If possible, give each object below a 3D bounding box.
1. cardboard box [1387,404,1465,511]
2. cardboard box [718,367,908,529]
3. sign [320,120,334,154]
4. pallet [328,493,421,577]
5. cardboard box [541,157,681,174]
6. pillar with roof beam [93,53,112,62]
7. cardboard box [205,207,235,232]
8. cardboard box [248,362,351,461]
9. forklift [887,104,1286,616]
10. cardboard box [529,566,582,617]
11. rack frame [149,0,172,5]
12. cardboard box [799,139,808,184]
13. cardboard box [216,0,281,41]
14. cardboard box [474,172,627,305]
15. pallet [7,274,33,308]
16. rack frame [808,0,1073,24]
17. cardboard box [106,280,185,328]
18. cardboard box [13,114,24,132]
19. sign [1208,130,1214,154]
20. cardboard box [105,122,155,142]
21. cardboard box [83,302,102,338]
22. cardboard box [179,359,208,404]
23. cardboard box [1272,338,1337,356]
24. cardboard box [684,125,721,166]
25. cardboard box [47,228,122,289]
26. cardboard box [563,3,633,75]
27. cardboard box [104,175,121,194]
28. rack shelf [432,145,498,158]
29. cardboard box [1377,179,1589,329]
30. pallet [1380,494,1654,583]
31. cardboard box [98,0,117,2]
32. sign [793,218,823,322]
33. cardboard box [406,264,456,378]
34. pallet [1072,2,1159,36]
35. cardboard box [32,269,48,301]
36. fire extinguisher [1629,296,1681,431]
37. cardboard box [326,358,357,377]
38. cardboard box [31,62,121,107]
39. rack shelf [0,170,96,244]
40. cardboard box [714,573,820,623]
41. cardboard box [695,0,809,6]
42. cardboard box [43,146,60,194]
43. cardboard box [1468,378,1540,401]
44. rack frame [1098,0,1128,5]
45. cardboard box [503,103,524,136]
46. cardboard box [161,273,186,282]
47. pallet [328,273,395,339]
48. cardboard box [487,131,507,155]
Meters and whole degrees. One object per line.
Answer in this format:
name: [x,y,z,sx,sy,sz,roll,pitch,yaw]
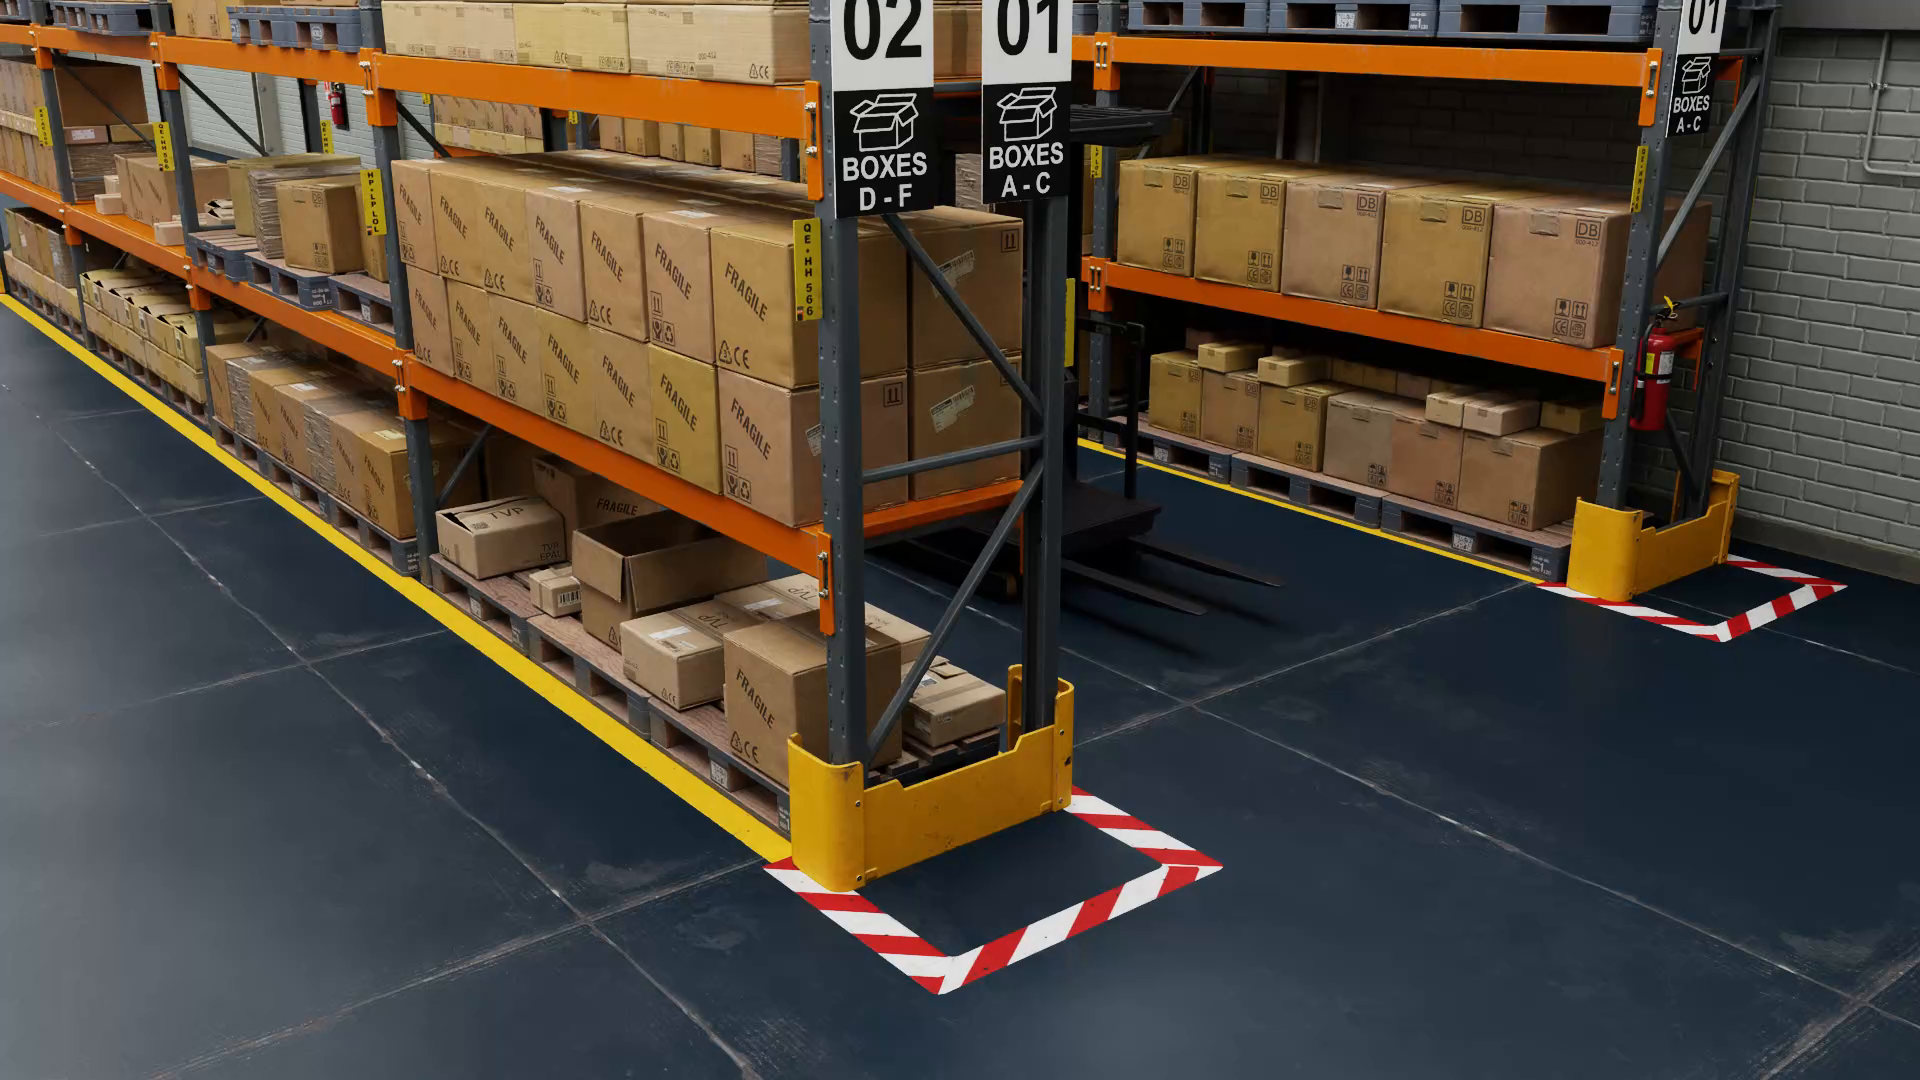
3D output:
cardboard box: [3.013,-0.535,10.014,0.700,0.500,0.500,-14,23,-36]
cardboard box: [-0.535,-0.383,6.087,0.500,0.500,0.500,-13,22,-34]
sign: [-4.592,-2.870,12.041,0.100,0.325,0.005,-14,23,-36]
pallet: [-3.062,-0.133,9.928,1.003,0.211,1.213,-14,23,-36]
cardboard box: [-1.690,-1.586,8.131,0.500,0.500,0.500,-15,23,-37]
pillar with roof beam: [-23.261,-13.106,35.128,9.100,9.000,0.400,-14,23,-36]
cardboard box: [-5.203,-2.305,12.194,0.500,0.311,0.500,-12,22,-33]
cardboard box: [-4.316,-0.851,10.938,0.500,0.500,0.500,-14,23,-37]
forklift: [0.415,-1.243,8.953,1.130,2.935,3.031,-15,24,-39]
cardboard box: [-1.892,0.229,8.206,0.380,0.166,0.250,-14,23,-36]
rack frame: [-5.011,-5.097,10.941,1.000,3.000,0.127,-14,23,-36]
cardboard box: [-1.029,-3.246,14.228,0.500,0.500,0.500,-13,22,-35]
cardboard box: [-4.074,-3.366,10.325,0.910,0.500,0.500,-14,23,-36]
cardboard box: [-1.816,-1.361,7.451,0.500,0.500,0.500,-15,23,-38]
pallet: [-9.471,-2.717,17.731,1.003,0.211,1.213,-14,23,-36]
rack frame: [-0.044,-3.126,4.987,1.000,3.000,0.127,-14,23,-36]
cardboard box: [-6.804,-1.993,13.924,0.500,0.311,0.500,-15,23,-38]
cardboard box: [-8.950,-4.058,16.156,0.380,0.149,0.250,-14,23,-36]
sign: [1.787,-2.789,12.009,0.100,0.325,0.005,-14,23,-36]
cardboard box: [-7.510,-3.694,15.057,0.380,0.149,0.250,-14,23,-36]
cardboard box: [-7.439,-1.981,14.780,0.500,0.250,0.500,-15,23,-37]
cardboard box: [-5.529,-1.225,12.498,0.500,0.250,0.500,-13,23,-35]
cardboard box: [2.296,-1.228,11.076,0.380,0.149,0.250,-15,23,-38]
cardboard box: [-2.221,-3.890,15.979,0.700,0.500,0.500,-14,23,-36]
cardboard box: [-8.255,-2.682,15.704,0.500,0.500,0.500,-14,23,-36]
cardboard box: [-1.192,-1.952,6.452,0.500,0.250,0.500,-14,23,-36]
cardboard box: [-7.155,-3.051,14.543,0.500,0.250,0.500,-12,22,-33]
rack shelf: [-4.856,-4.354,19.384,1.077,0.370,4.000,-14,23,-36]
cardboard box: [3.052,-1.689,9.714,0.980,0.700,0.700,-14,23,-37]
pallet: [3.279,-0.104,9.840,1.003,0.211,1.213,-14,23,-36]
cardboard box: [-6.356,-4.304,12.887,0.500,0.250,0.500,-16,24,-41]
sign: [-0.492,-0.874,5.386,0.100,0.325,0.005,-14,23,-36]
cardboard box: [-2.425,-1.132,8.351,0.500,0.500,0.500,-13,22,-35]
pallet: [0.745,-3.781,12.041,0.805,0.209,1.217,-15,24,-38]
cardboard box: [-8.890,-2.569,16.556,0.500,0.250,0.500,-14,23,-36]
fire extinguisher: [3.569,-0.905,8.539,0.296,0.674,0.183,-14,23,-36]
cardboard box: [-3.925,-0.959,11.264,0.500,0.500,0.500,-15,24,-38]
cardboard box: [-8.090,-4.131,15.342,0.700,0.500,0.500,-14,23,-36]
rack shelf: [-8.737,-3.386,16.462,1.077,0.370,4.000,-14,23,-36]
cardboard box: [-0.780,0.383,7.609,0.500,0.250,0.500,-14,23,-36]
cardboard box: [-0.563,-1.945,5.636,0.500,0.250,0.500,-14,23,-36]
cardboard box: [-8.108,-3.519,15.560,0.700,0.500,0.500,-14,23,-37]
cardboard box: [3.243,-0.852,9.941,0.380,0.149,0.250,-14,23,-36]
rack frame: [1.353,-5.079,10.887,1.000,3.000,0.127,-14,23,-36]
cardboard box: [-4.768,-4.801,18.604,0.500,0.500,0.500,-15,23,-38]
cardboard box: [-6.691,-2.224,14.622,0.500,0.311,0.500,-13,22,-35]
pallet: [-2.938,-1.391,9.596,1.003,0.211,1.213,-14,23,-36]
cardboard box: [-5.086,-4.568,19.092,0.500,0.250,0.500,-14,23,-36]
